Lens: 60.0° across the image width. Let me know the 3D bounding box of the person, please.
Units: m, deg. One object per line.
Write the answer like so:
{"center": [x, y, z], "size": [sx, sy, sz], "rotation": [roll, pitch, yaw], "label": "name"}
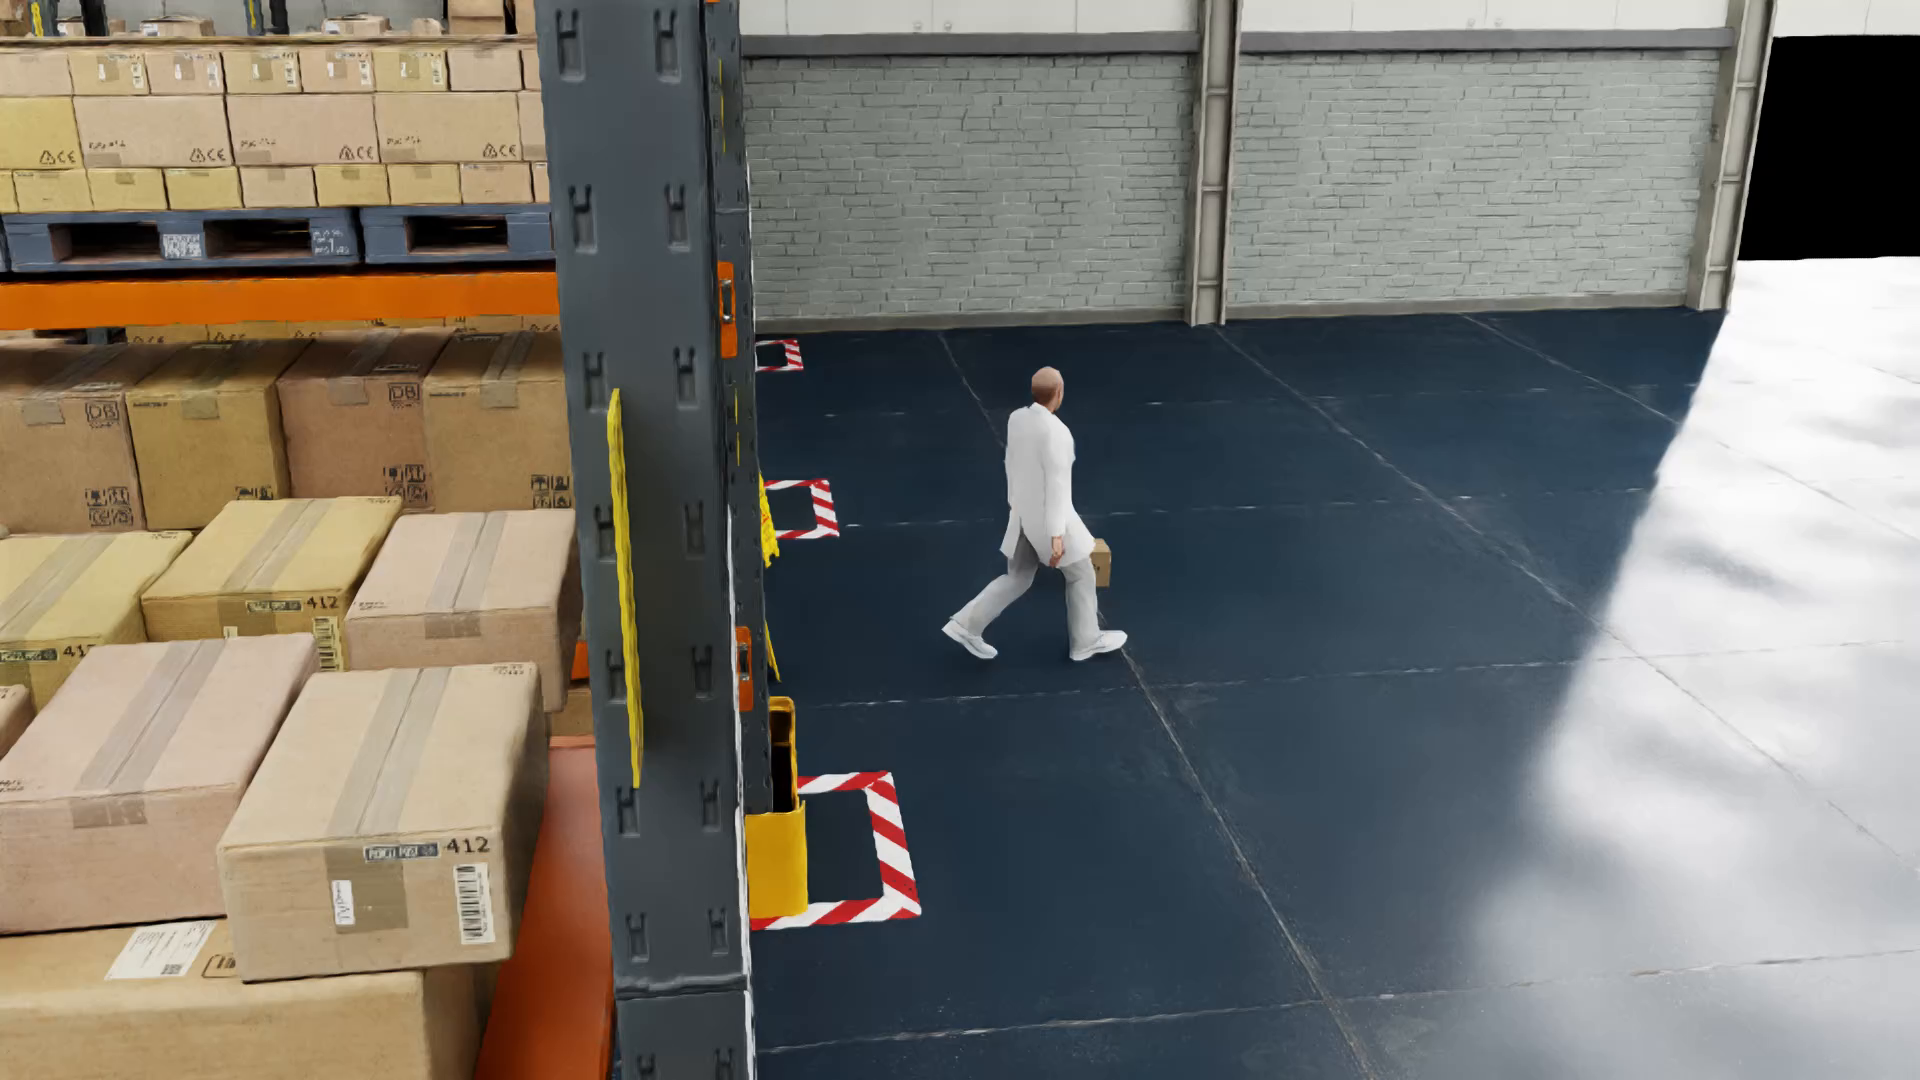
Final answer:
{"center": [0.436, -0.117, 9.459], "size": [1.094, 1.735, 0.666], "rotation": [-12, 23, -29], "label": "person"}
